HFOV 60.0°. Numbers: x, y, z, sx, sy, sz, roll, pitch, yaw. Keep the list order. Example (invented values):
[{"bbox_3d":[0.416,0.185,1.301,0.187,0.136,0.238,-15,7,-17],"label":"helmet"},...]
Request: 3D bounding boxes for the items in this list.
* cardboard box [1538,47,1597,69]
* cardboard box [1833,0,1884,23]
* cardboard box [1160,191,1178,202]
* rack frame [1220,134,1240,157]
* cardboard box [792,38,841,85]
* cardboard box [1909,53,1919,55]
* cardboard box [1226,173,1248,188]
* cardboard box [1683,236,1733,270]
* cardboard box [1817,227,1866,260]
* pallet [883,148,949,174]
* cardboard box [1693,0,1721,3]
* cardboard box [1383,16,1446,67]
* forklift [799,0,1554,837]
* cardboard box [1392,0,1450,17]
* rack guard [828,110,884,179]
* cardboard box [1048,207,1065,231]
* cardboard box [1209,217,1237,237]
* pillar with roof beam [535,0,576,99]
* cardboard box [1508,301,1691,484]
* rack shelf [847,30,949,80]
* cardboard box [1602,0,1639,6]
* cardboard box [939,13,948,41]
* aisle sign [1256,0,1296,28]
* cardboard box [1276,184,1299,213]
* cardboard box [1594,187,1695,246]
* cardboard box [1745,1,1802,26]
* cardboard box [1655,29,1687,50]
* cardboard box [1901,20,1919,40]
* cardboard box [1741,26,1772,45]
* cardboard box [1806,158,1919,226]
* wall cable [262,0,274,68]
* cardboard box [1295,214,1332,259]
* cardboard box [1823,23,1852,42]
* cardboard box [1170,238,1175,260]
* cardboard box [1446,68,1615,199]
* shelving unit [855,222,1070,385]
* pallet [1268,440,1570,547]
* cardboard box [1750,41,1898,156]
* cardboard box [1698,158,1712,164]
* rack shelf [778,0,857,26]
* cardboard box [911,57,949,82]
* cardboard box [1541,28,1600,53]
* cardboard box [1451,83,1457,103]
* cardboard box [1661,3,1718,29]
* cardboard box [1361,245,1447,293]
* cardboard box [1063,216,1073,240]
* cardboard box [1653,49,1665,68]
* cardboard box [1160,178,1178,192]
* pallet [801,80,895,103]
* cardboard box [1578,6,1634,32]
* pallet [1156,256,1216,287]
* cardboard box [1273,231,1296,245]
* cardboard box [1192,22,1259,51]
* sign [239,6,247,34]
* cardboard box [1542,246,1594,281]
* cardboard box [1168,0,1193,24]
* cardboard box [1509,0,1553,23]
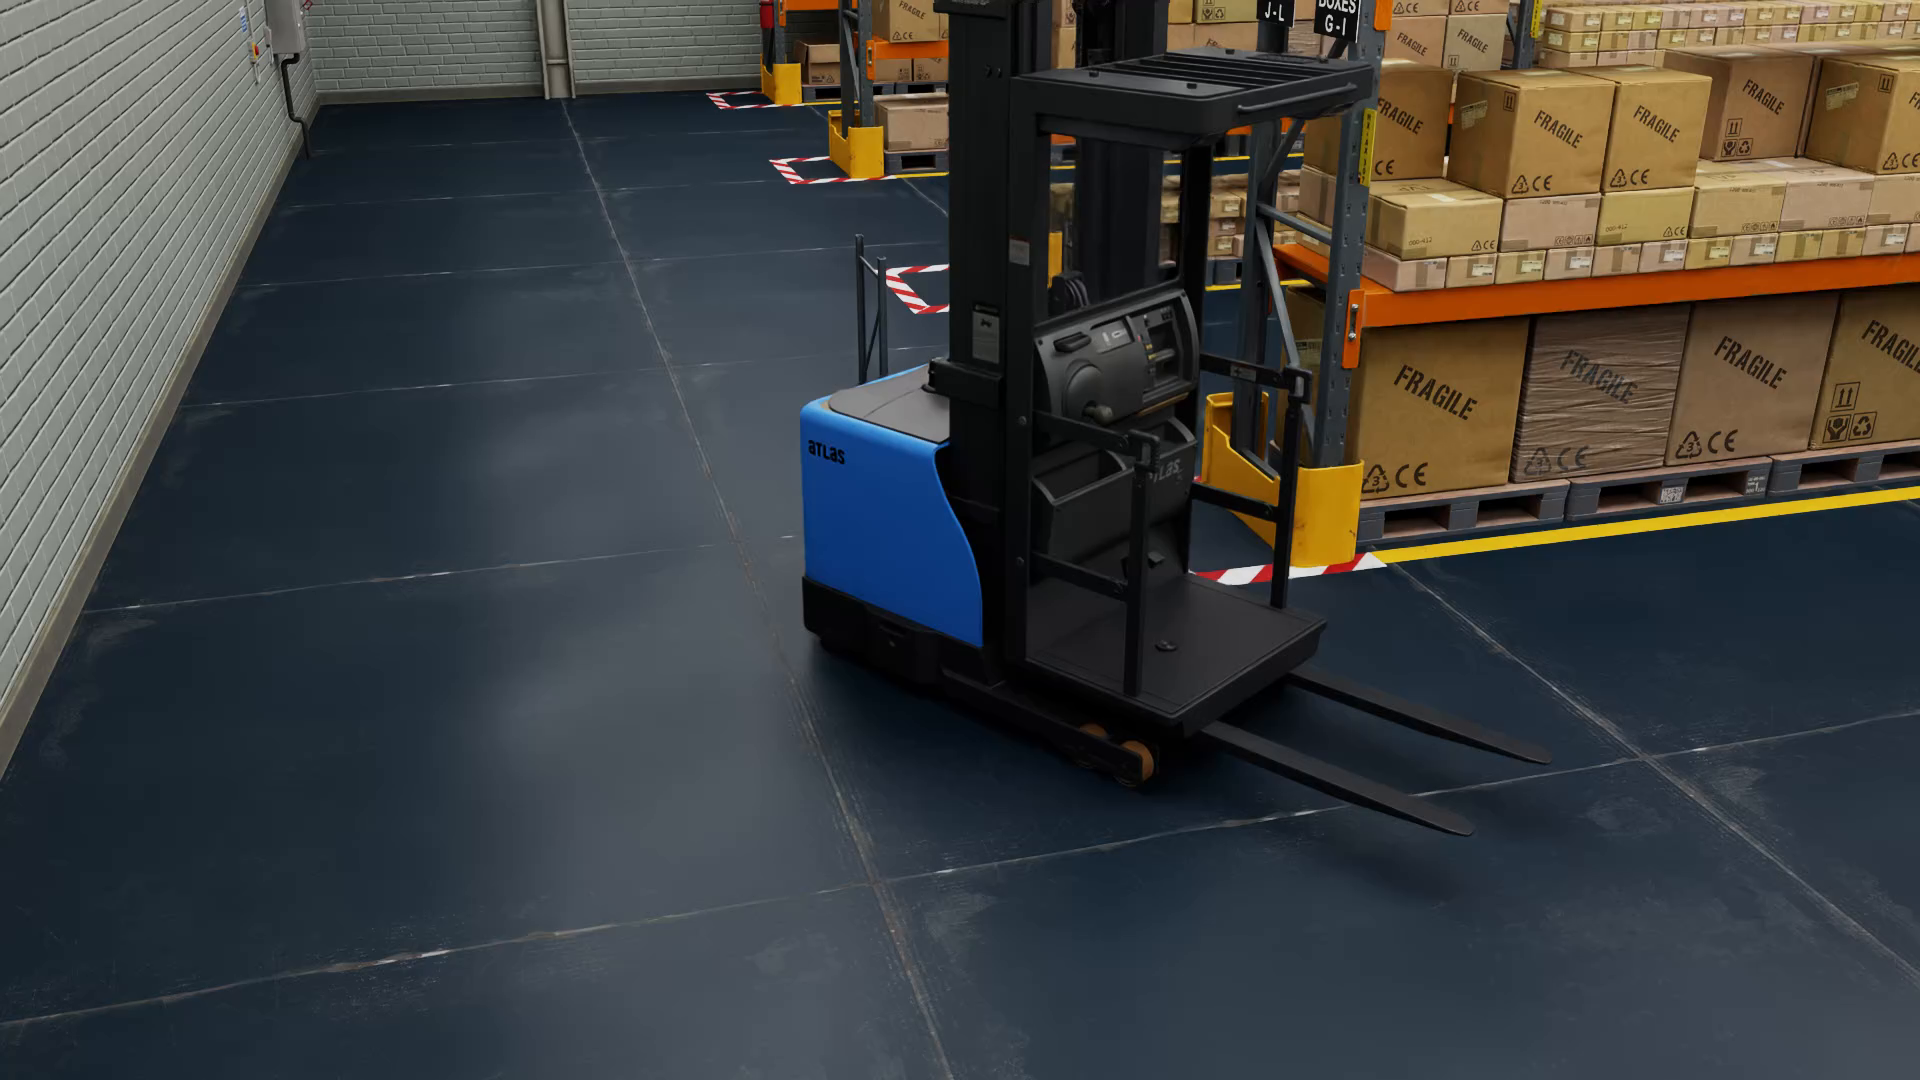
[{"bbox_3d":[4.735,-3.746,12.962,0.250,0.149,0.380,-7,24,-17],"label":"cardboard box"},{"bbox_3d":[7.240,-4.298,13.494,0.250,0.149,0.380,-6,24,-13],"label":"cardboard box"},{"bbox_3d":[1.703,-2.569,12.762,0.250,0.149,0.380,-8,24,-17],"label":"cardboard box"},{"bbox_3d":[2.797,-5.670,17.659,0.127,3.000,1.000,-6,24,-14],"label":"rack frame"},{"bbox_3d":[-1.784,-6.203,21.535,0.637,0.503,0.797,-7,24,-16],"label":"cardboard box"},{"bbox_3d":[5.104,-2.169,8.363,0.500,0.500,0.500,-6,24,-13],"label":"cardboard box"},{"bbox_3d":[2.332,-2.842,13.399,0.250,0.149,0.380,-6,24,-14],"label":"cardboard box"},{"bbox_3d":[3.534,-1.442,8.126,0.250,0.149,0.380,-7,24,-16],"label":"cardboard box"},{"bbox_3d":[4.278,-1.525,8.319,0.250,0.149,0.380,-6,24,-13],"label":"cardboard box"},{"bbox_3d":[-0.305,-4.077,17.484,1.213,0.211,1.003,-6,24,-14],"label":"pallet"},{"bbox_3d":[6.079,-4.437,13.817,0.250,0.149,0.380,-7,24,-15],"label":"cardboard box"},{"bbox_3d":[3.342,-3.770,12.728,0.500,0.500,0.500,-7,24,-16],"label":"cardboard box"},{"bbox_3d":[0.756,-0.672,6.098,3.031,2.935,1.130,19,30,38],"label":"forklift"},{"bbox_3d":[3.356,-4.233,12.540,0.500,0.500,0.500,-7,24,-16],"label":"cardboard box"},{"bbox_3d":[-1.077,-4.092,17.153,0.348,0.500,1.175,-6,24,-14],"label":"rack guard"},{"bbox_3d":[0.811,-2.559,13.116,0.250,0.149,0.380,-7,24,-16],"label":"cardboard box"},{"bbox_3d":[1.951,-2.471,12.910,0.250,0.149,0.380,-7,24,-17],"label":"cardboard box"},{"bbox_3d":[-4.075,-8.305,16.193,0.400,9.000,9.100,-6,24,-14],"label":"pillar with roof beam"},{"bbox_3d":[3.093,-0.893,8.689,0.875,0.875,0.875,-6,24,-14],"label":"cardboard box"},{"bbox_3d":[0.871,-5.126,17.304,4.000,0.370,1.077,-6,24,-14],"label":"rack shelf"},{"bbox_3d":[5.326,-4.353,13.621,0.250,0.149,0.380,-6,24,-15],"label":"cardboard box"},{"bbox_3d":[-0.035,-5.296,16.662,0.500,0.500,0.500,-7,24,-15],"label":"cardboard box"},{"bbox_3d":[1.472,-2.782,7.633,0.004,0.787,0.394,-6,24,-14],"label":"aisle sign"},{"bbox_3d":[2.454,-2.669,12.994,0.250,0.149,0.380,-6,24,-14],"label":"cardboard box"},{"bbox_3d":[3.141,-1.607,8.005,0.500,0.250,0.500,-7,24,-16],"label":"cardboard box"},{"bbox_3d":[6.489,-4.215,13.300,0.250,0.149,0.380,-5,24,-12],"label":"cardboard box"},{"bbox_3d":[5.483,-3.966,13.099,0.250,0.149,0.380,-7,24,-17],"label":"cardboard box"},{"bbox_3d":[7.730,-4.216,13.680,0.250,0.149,0.380,-6,24,-13],"label":"cardboard box"},{"bbox_3d":[6.240,-4.050,13.293,0.250,0.149,0.380,-7,24,-15],"label":"cardboard box"},{"bbox_3d":[4.622,-1.772,8.389,0.500,0.250,0.500,-6,24,-13],"label":"cardboard box"},{"bbox_3d":[-6.871,-5.638,16.297,0.122,1.984,0.588,-6,24,-14],"label":"wall cable"},{"bbox_3d":[1.877,-1.529,8.327,0.250,0.149,0.380,-6,24,-13],"label":"cardboard box"},{"bbox_3d":[6.980,-4.131,13.483,0.250,0.149,0.380,-6,24,-14],"label":"cardboard box"},{"bbox_3d":[1.714,-2.266,12.809,0.250,0.149,0.380,-6,24,-14],"label":"cardboard box"},{"bbox_3d":[2.639,-1.895,7.725,0.500,0.500,0.500,-7,24,-16],"label":"cardboard box"},{"bbox_3d":[0.082,-0.698,7.975,1.048,1.500,0.538,-6,24,-14],"label":"shelving unit"},{"bbox_3d":[2.371,-0.314,8.715,1.213,0.211,1.003,-6,24,-14],"label":"pallet"},{"bbox_3d":[4.468,-2.316,8.706,0.500,0.500,0.500,-6,24,-14],"label":"cardboard box"},{"bbox_3d":[3.497,-1.866,8.609,0.500,0.250,0.500,-6,24,-14],"label":"cardboard box"},{"bbox_3d":[-0.473,-7.010,21.695,4.000,0.370,1.077,-6,24,-14],"label":"rack shelf"},{"bbox_3d":[-0.415,-6.296,21.756,0.500,0.500,0.500,-6,24,-13],"label":"cardboard box"},{"bbox_3d":[4.735,-3.883,12.903,0.250,0.149,0.380,-6,24,-14],"label":"cardboard box"},{"bbox_3d":[3.801,-3.497,12.915,0.250,0.149,0.380,-7,24,-16],"label":"cardboard box"},{"bbox_3d":[5.737,-4.131,13.104,0.250,0.149,0.380,-7,24,-15],"label":"cardboard box"},{"bbox_3d":[2.054,-1.278,7.743,0.250,0.149,0.380,-6,24,-14],"label":"cardboard box"},{"bbox_3d":[0.954,-2.353,12.635,0.250,0.149,0.380,-5,24,-12],"label":"cardboard box"},{"bbox_3d":[5.484,-3.829,13.156,0.250,0.149,0.380,-6,24,-14],"label":"cardboard box"},{"bbox_3d":[1.560,-2.768,13.225,0.250,0.149,0.380,-7,24,-16],"label":"cardboard box"},{"bbox_3d":[-1.558,-5.939,21.825,1.213,0.211,1.003,-6,24,-14],"label":"pallet"},{"bbox_3d":[5.002,-4.051,12.919,0.250,0.149,0.380,-6,24,-13],"label":"cardboard box"},{"bbox_3d":[1.245,-2.175,13.050,1.213,0.211,1.003,-6,24,-14],"label":"pallet"},{"bbox_3d":[2.457,-2.362,13.033,0.250,0.149,0.380,-6,24,-14],"label":"cardboard box"},{"bbox_3d":[1.871,-3.615,12.366,0.500,0.500,0.500,-6,24,-14],"label":"cardboard box"},{"bbox_3d":[-6.523,-4.733,15.135,0.001,0.218,0.327,-6,24,-14],"label":"sign"},{"bbox_3d":[2.797,-1.362,7.938,0.250,0.149,0.380,-7,24,-15],"label":"cardboard box"},{"bbox_3d":[1.368,-4.020,12.043,0.500,0.500,0.500,-6,24,-13],"label":"cardboard box"},{"bbox_3d":[4.565,-4.269,13.426,0.250,0.149,0.380,-5,24,-12],"label":"cardboard box"}]
